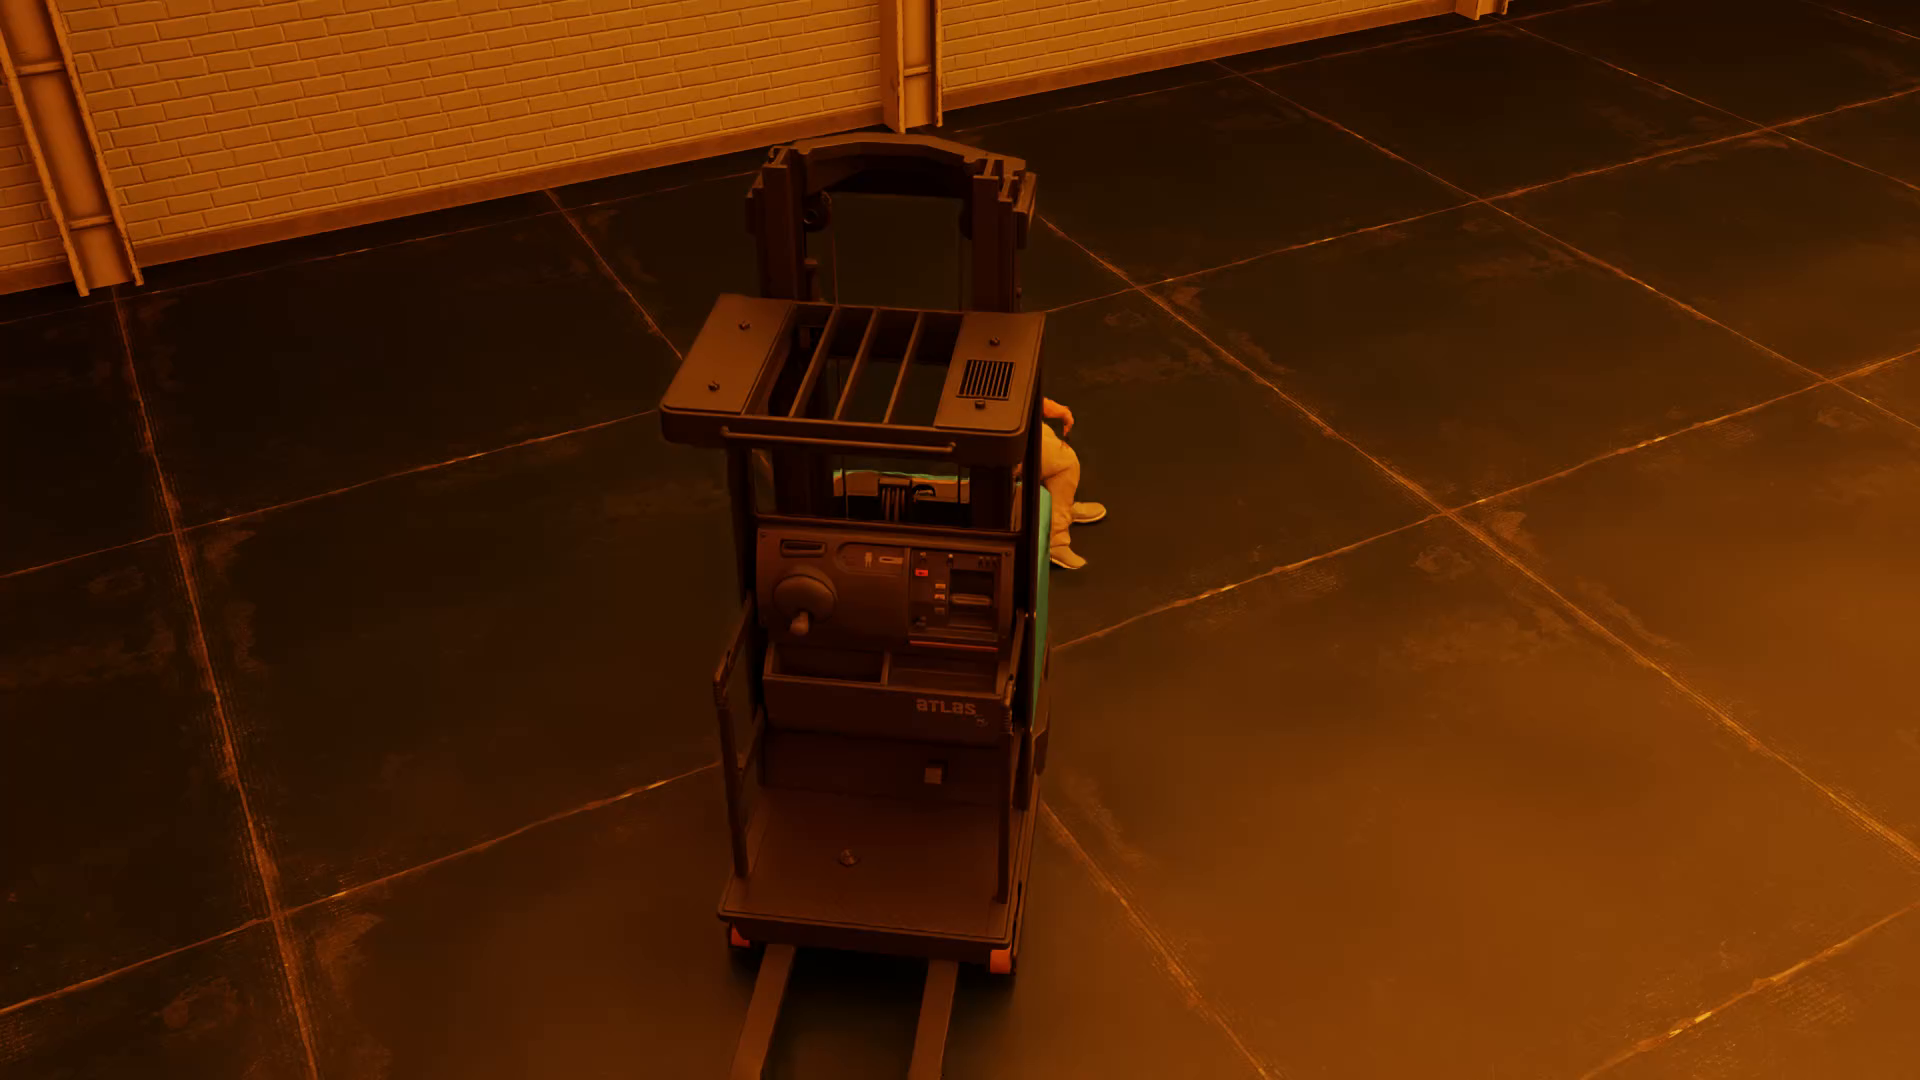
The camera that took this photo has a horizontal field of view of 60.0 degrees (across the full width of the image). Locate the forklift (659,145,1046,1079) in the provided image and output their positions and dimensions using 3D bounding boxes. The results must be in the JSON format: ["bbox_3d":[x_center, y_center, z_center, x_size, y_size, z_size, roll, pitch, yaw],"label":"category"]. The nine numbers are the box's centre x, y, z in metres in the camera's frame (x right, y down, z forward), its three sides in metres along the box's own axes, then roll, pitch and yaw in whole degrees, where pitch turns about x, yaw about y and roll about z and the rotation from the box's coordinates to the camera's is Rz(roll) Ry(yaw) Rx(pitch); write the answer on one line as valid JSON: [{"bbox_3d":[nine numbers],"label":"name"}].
[{"bbox_3d":[-0.301,0.304,5.748,1.101,2.867,2.884,4,35,6],"label":"forklift"}]
